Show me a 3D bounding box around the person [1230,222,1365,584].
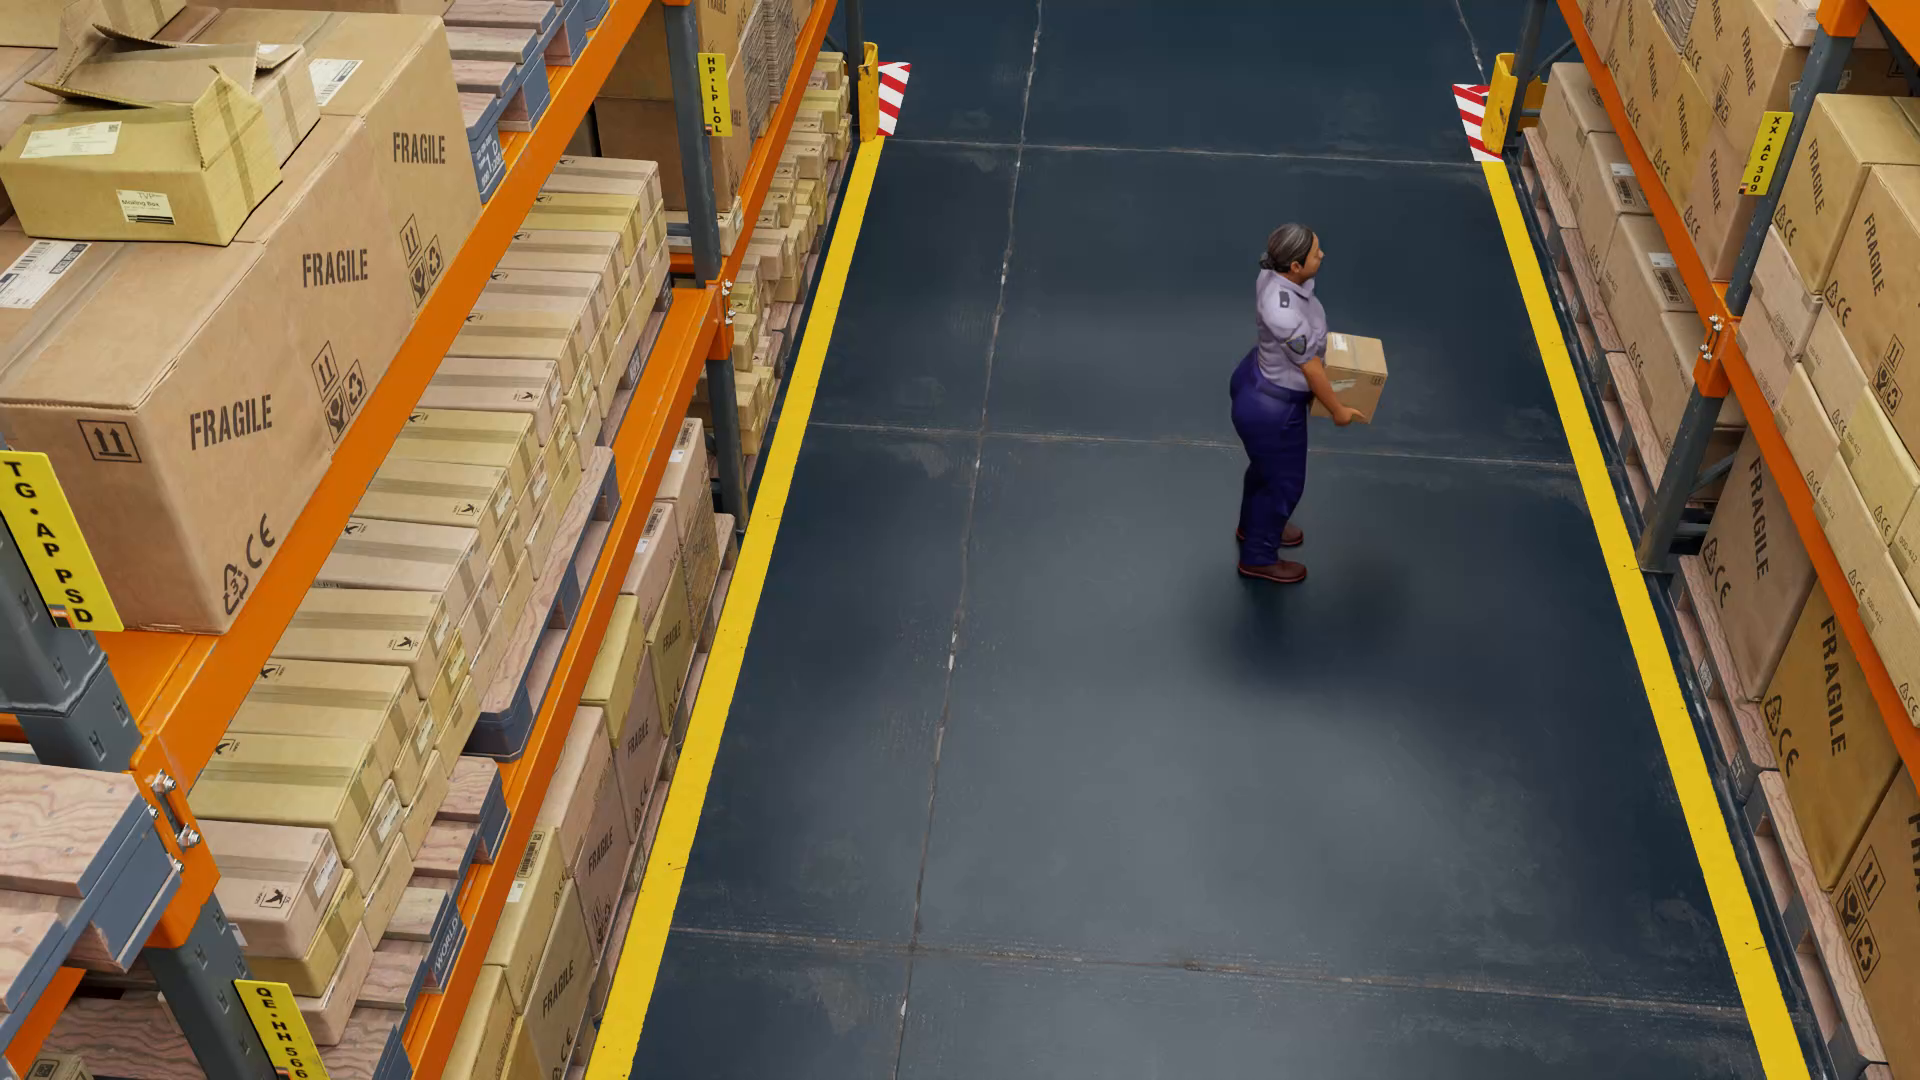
[{"bbox_3d":[1.375,-0.564,6.840,0.528,1.647,0.435,3,40,3],"label":"person"}]
